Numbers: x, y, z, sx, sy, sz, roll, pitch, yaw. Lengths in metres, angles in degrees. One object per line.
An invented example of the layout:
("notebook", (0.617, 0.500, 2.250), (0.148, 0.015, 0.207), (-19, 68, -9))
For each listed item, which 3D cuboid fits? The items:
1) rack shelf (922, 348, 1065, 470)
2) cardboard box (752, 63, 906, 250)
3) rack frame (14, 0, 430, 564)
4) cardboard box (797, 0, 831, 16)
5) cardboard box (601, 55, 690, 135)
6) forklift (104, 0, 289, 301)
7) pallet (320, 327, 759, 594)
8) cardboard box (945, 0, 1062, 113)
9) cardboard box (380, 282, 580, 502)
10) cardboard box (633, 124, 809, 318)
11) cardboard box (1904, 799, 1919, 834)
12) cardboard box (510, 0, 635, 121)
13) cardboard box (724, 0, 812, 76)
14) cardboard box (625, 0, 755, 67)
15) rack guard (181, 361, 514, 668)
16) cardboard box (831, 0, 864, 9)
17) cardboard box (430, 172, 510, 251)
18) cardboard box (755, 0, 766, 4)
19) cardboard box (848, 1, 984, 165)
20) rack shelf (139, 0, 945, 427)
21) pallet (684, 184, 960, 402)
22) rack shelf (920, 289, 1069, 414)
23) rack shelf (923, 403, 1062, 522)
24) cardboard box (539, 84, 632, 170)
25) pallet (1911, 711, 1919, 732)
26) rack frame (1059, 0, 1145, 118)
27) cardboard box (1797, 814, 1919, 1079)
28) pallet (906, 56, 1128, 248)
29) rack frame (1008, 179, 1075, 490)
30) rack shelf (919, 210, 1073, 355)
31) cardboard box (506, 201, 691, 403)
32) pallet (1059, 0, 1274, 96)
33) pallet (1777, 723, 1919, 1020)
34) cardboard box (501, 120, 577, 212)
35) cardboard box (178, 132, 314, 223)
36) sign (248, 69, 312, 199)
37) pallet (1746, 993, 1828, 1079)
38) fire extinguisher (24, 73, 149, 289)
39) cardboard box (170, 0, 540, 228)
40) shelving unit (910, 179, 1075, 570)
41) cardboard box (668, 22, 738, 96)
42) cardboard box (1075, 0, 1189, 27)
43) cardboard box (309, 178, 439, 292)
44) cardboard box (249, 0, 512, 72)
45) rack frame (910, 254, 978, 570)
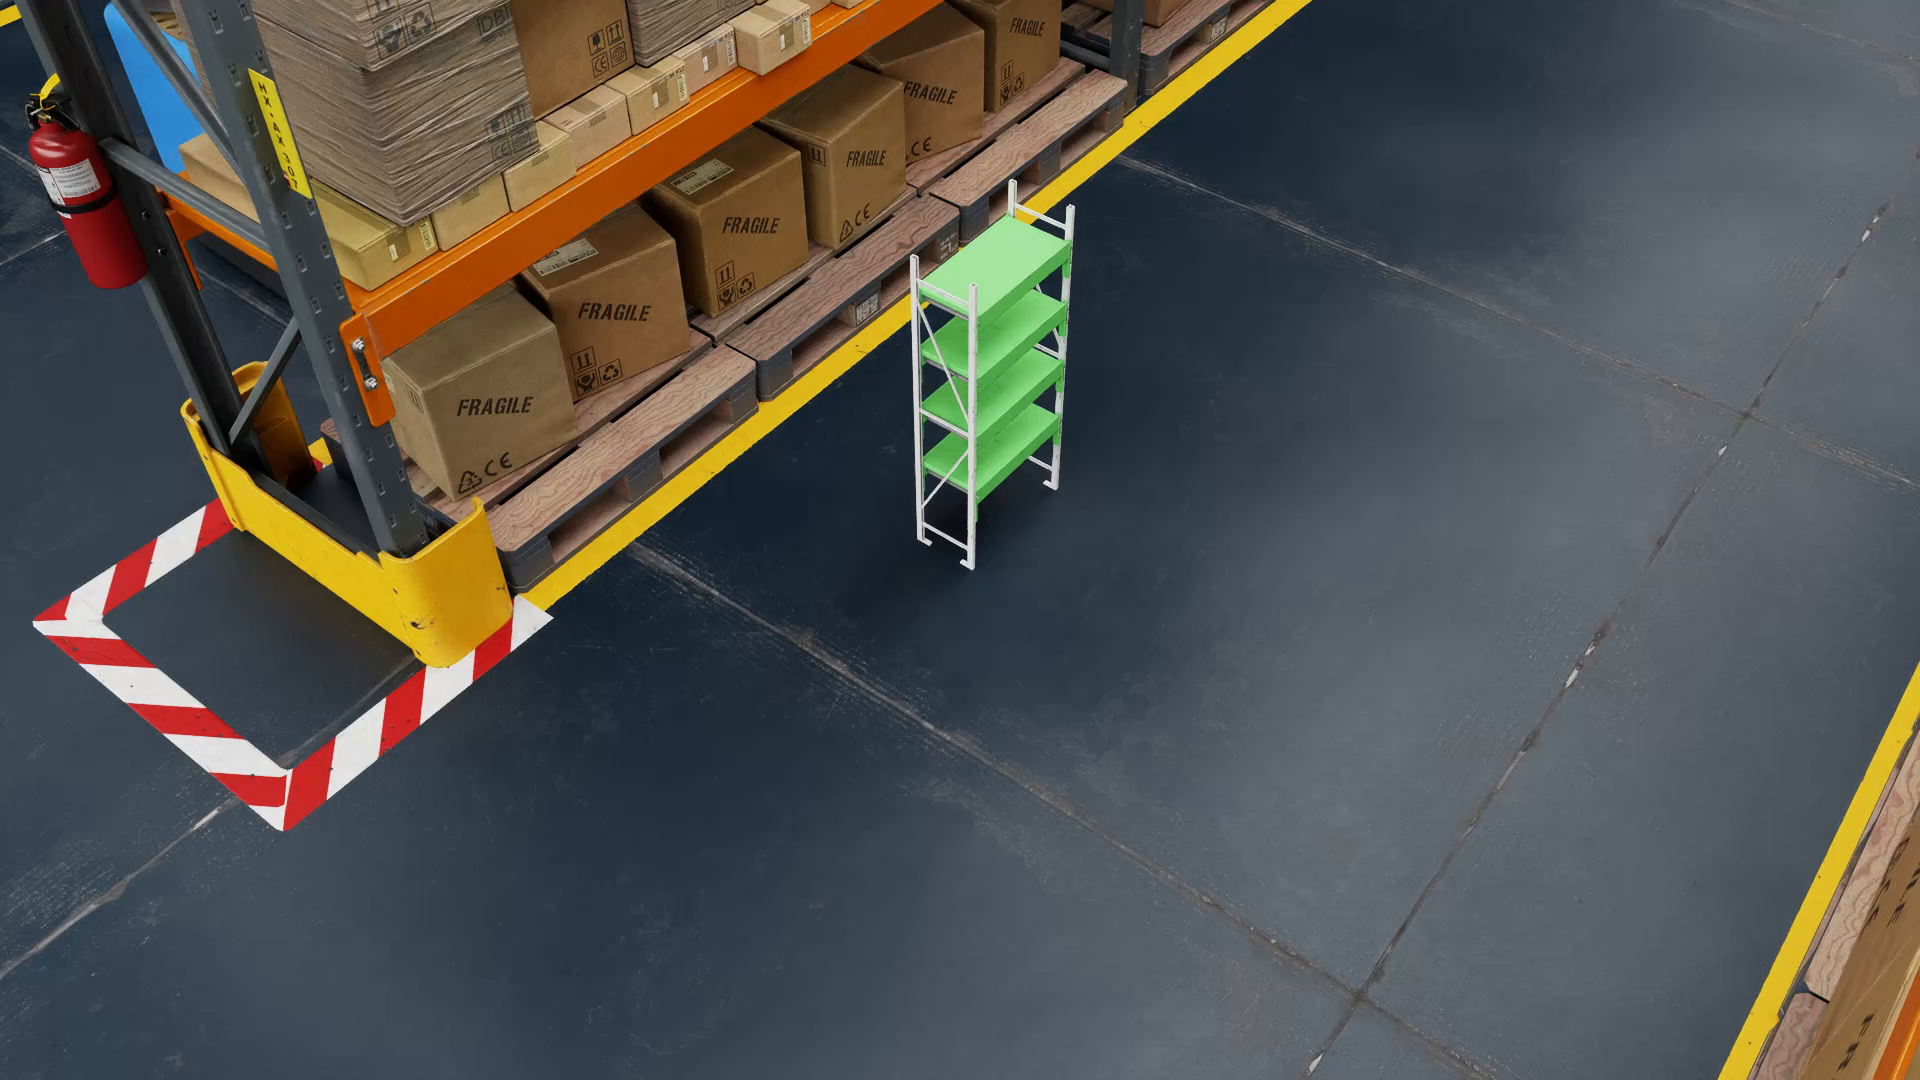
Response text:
("rack shelf", (0.101, -0.465, 5.453), (0.258, 0.148, 0.480), (29, 53, 25))
("cardboard box", (-0.561, -1.555, 6.600), (0.500, 0.500, 0.500), (25, 51, 22))
("rack frame", (-2.069, -0.917, 4.552), (1.000, 3.000, 0.127), (29, 53, 25))
("cardboard box", (-0.664, -1.905, 5.669), (0.380, 0.149, 0.250), (29, 53, 25))
("cardboard box", (-1.079, -1.451, 5.236), (0.380, 0.149, 0.250), (29, 53, 25))
("forklift", (-1.883, -2.869, 6.464), (1.130, 2.935, 3.031), (31, 54, 26))
("pallet", (-1.498, -0.447, 6.031), (1.003, 0.211, 1.213), (29, 53, 25))
("cardboard box", (0.100, -2.277, 7.289), (0.500, 0.500, 0.500), (28, 52, 24))
("cardboard box", (-1.674, -0.549, 5.638), (0.500, 0.500, 0.500), (-33, 54, -27))
("cardboard box", (-0.938, -1.256, 6.314), (0.500, 0.500, 0.500), (34, 55, 28))
("cardboard box", (3.252, 0.480, 4.396), (0.875, 0.875, 0.875), (30, 53, 25))
("cardboard box", (-1.500, -1.696, 5.021), (0.875, 0.500, 0.500), (29, 53, 25))
("cardboard box", (-0.712, -1.704, 5.477), (0.380, 0.149, 0.250), (29, 53, 25))
("cardboard box", (-1.160, -1.963, 5.276), (0.875, 0.500, 0.500), (29, 53, 25))
("rack guard", (-2.023, -0.097, 5.497), (1.175, 0.500, 0.348), (29, 53, 25))
("cardboard box", (-0.451, -2.015, 5.774), (0.380, 0.149, 0.250), (29, 53, 25))
("cardboard box", (-1.538, -1.023, 4.826), (0.380, 0.149, 0.250), (29, 53, 25))
("cardboard box", (-0.845, -2.244, 5.545), (0.875, 0.500, 0.500), (29, 53, 25))
("cardboard box", (-0.244, -1.945, 6.972), (0.500, 0.500, 0.500), (-26, 52, -23))
("rack shelf", (-0.846, -1.813, 5.905), (1.077, 0.370, 4.000), (29, 53, 25))
("pallet", (-0.752, -1.142, 6.695), (1.003, 0.211, 1.213), (29, 53, 25))
("rack shelf", (0.101, -0.631, 5.279), (0.258, 0.148, 0.480), (29, 53, 25))
("rack shelf", (0.101, -0.299, 5.626), (0.258, 0.148, 0.480), (29, 53, 25))
("cardboard box", (-1.237, -1.311, 5.102), (0.380, 0.149, 0.250), (29, 53, 25))
("pallet", (3.713, 0.408, 5.214), (1.003, 0.211, 1.213), (29, 53, 25))
("rack frame", (0.377, -3.206, 6.738), (1.000, 3.000, 0.127), (29, 53, 25))
("cardboard box", (2.693, 1.001, 3.899), (0.875, 0.875, 0.875), (28, 53, 24))
("pallet", (-0.006, -1.843, 7.365), (1.003, 0.211, 1.213), (29, 53, 25))
("rack frame", (0.250, -0.649, 5.540), (0.240, 1.200, 0.015), (29, 53, 25))
("rack shelf", (0.101, -0.797, 5.106), (0.258, 0.148, 0.480), (29, 53, 25))
("cardboard box", (-1.336, -0.906, 5.979), (0.500, 0.500, 0.500), (-29, 53, -25))
("pallet", (0.851, -2.689, 8.173), (1.003, 0.211, 1.213), (29, 53, 25))
("pallet", (2.967, 1.109, 4.544), (1.003, 0.211, 1.213), (29, 53, 25))
("cardboard box", (-1.373, -1.159, 4.957), (0.380, 0.149, 0.250), (29, 53, 25))
("cardboard box", (-2.058, -1.085, 4.886), (0.380, 0.149, 0.250), (29, 53, 25))
("sign", (-1.640, -0.977, 4.010), (0.100, 0.325, 0.005), (29, 53, 25))
("pallet", (2.221, 1.804, 3.880), (1.003, 0.211, 1.213), (29, 53, 25))
("fire extinguisher", (-2.504, -1.029, 4.712), (0.296, 0.674, 0.183), (29, 53, 25))
("cardboard box", (-1.711, -1.357, 4.697), (0.875, 0.500, 0.500), (29, 53, 25))
("shelving unit", (0.101, -0.509, 5.407), (0.258, 1.200, 0.503), (29, 53, 25))
("cardboard box", (-0.947, -1.606, 5.384), (0.380, 0.149, 0.250), (29, 53, 25))
("cardboard box", (0.769, -2.836, 7.810), (0.700, 0.500, 0.500), (25, 51, 22))
("cardboard box", (-1.706, -0.888, 4.698), (0.380, 0.149, 0.250), (29, 53, 25))
("cardboard box", (-1.517, -1.594, 4.232), (0.500, 0.500, 0.500), (29, 53, 25))
("rack frame", (-0.048, -0.370, 5.273), (0.240, 1.200, 0.015), (29, 53, 25))
